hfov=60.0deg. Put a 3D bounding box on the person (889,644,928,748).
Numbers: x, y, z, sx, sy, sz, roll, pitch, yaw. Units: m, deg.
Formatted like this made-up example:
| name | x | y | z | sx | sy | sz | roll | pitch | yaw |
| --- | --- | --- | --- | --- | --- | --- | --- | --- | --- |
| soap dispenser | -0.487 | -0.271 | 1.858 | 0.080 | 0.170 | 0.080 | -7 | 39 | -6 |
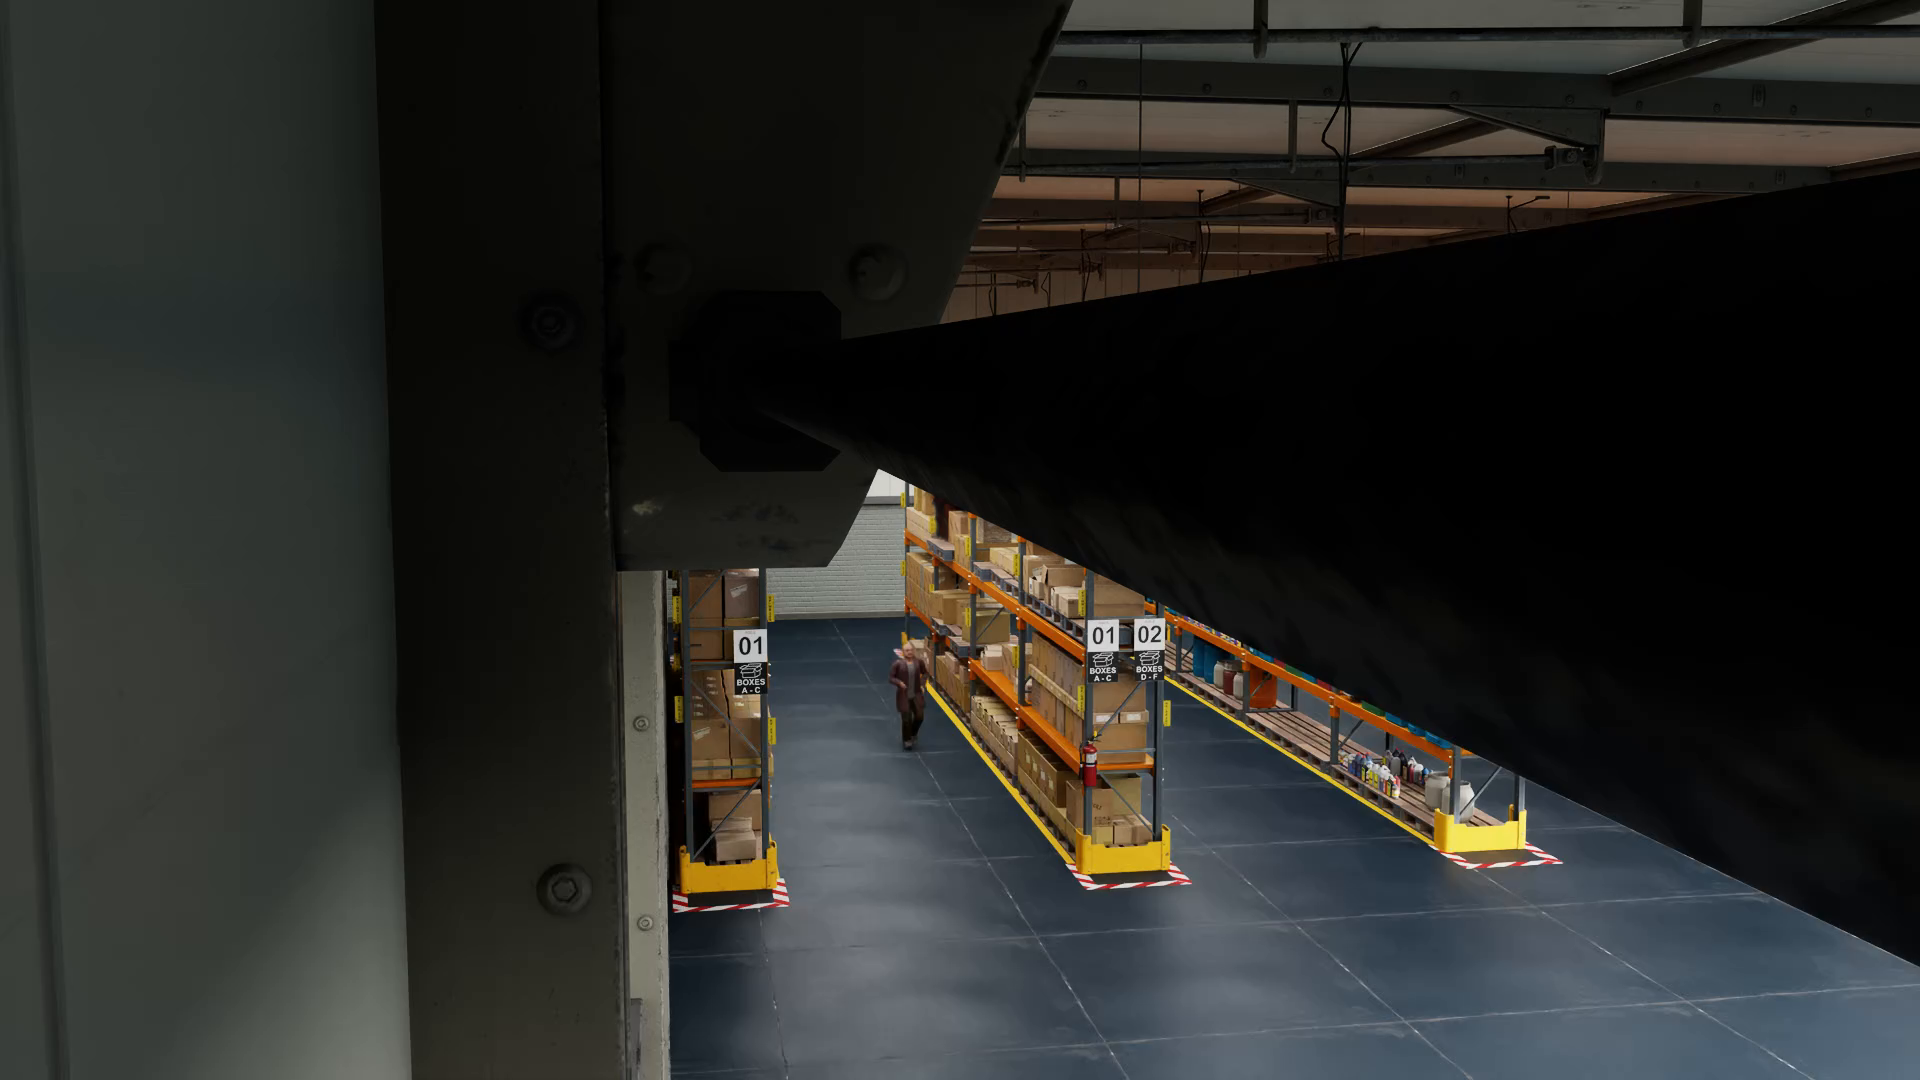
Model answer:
| name | x | y | z | sx | sy | sz | roll | pitch | yaw |
| --- | --- | --- | --- | --- | --- | --- | --- | --- | --- |
| person | -0.818 | 2.598 | 27.576 | 0.698 | 1.735 | 0.633 | -2 | 6 | -14 |
